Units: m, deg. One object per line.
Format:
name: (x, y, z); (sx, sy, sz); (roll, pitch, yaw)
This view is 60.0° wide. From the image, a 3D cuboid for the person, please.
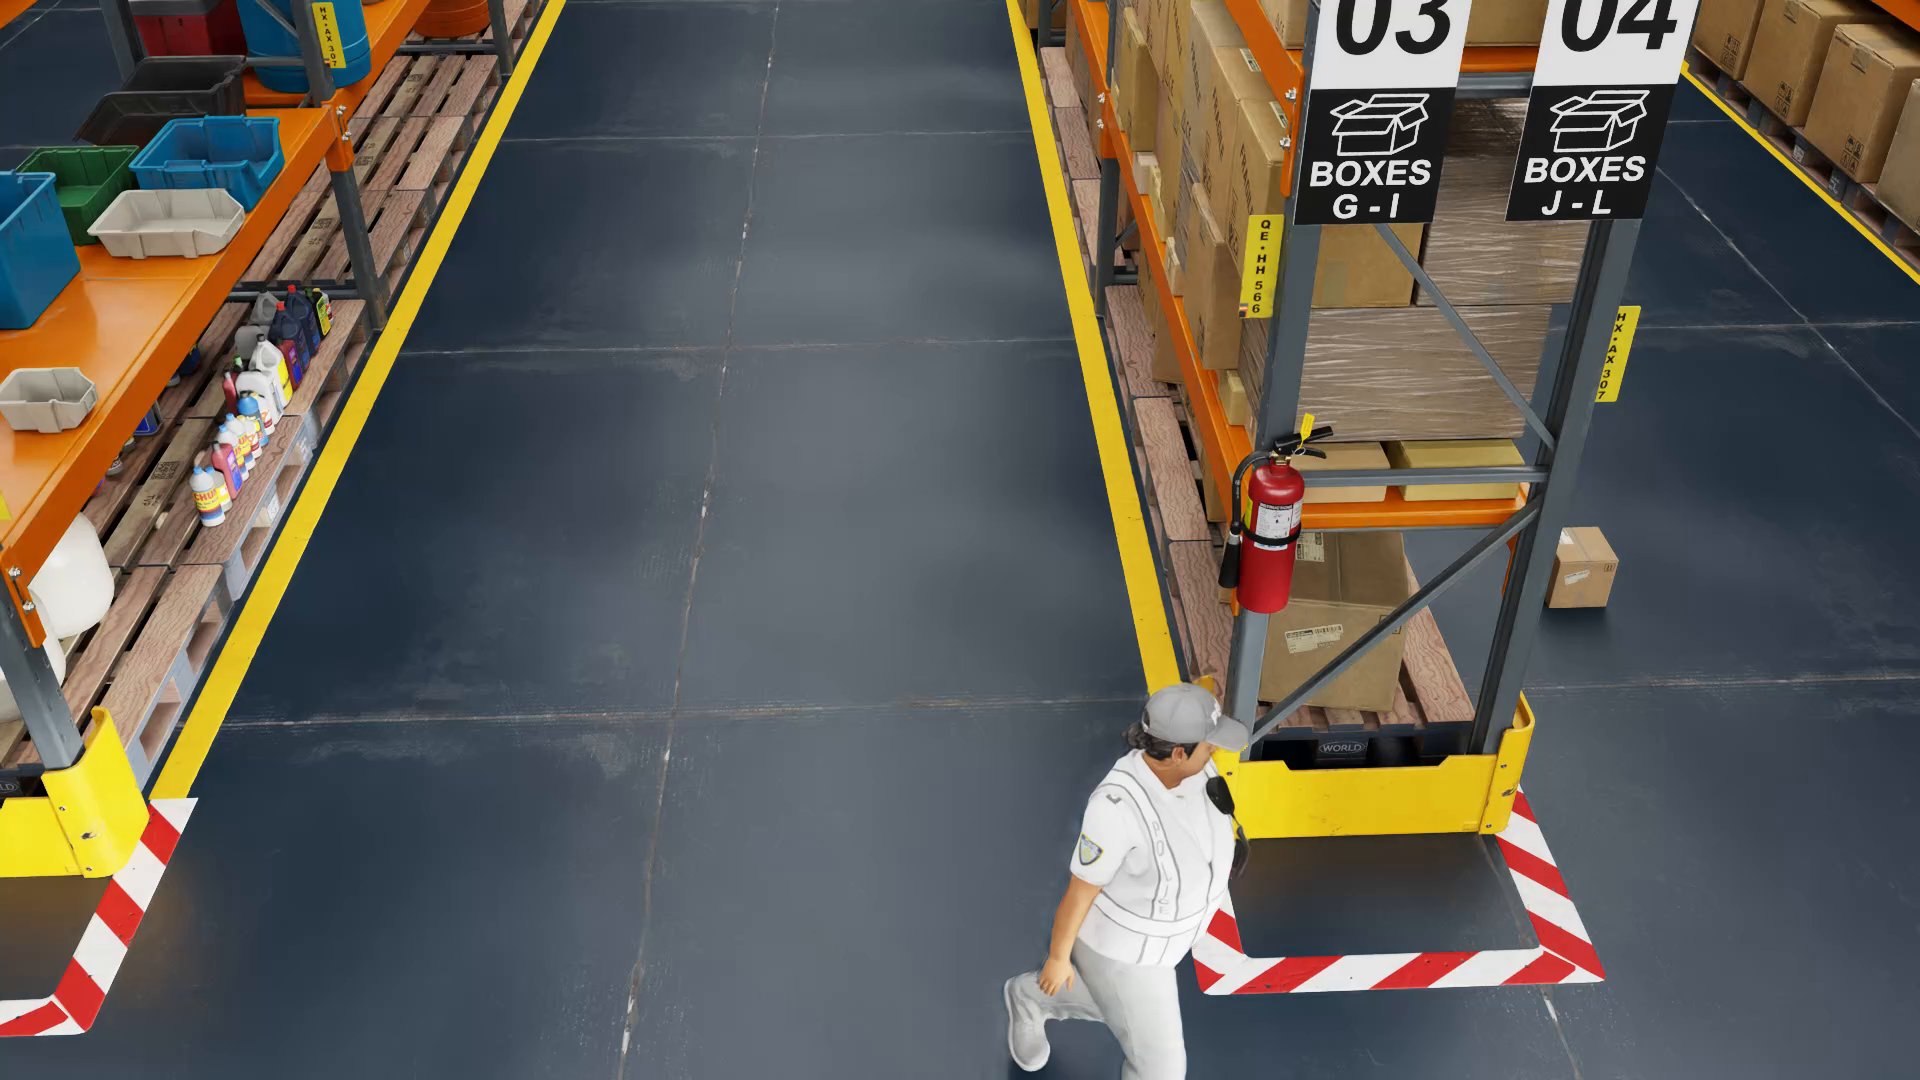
person: (0.490, 1.064, 4.666); (0.926, 1.593, 0.564); (24, 42, 30)
